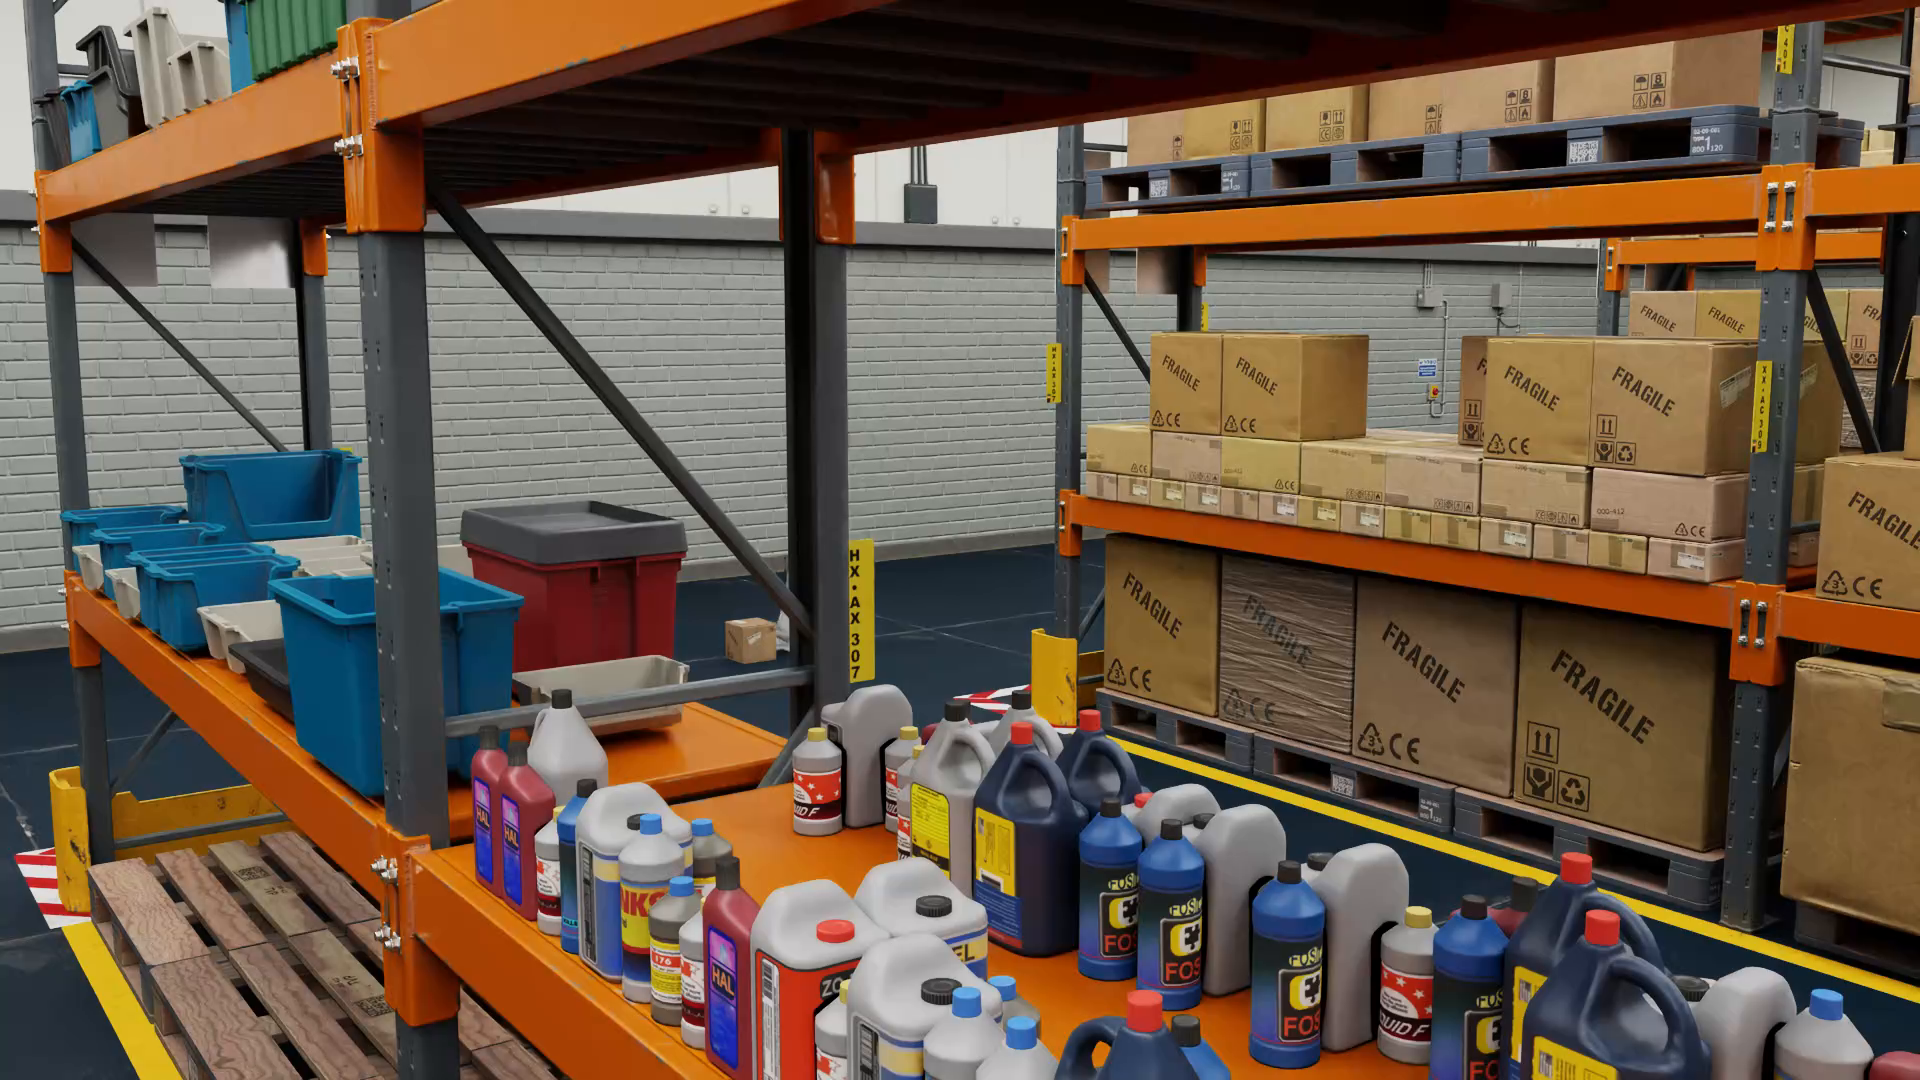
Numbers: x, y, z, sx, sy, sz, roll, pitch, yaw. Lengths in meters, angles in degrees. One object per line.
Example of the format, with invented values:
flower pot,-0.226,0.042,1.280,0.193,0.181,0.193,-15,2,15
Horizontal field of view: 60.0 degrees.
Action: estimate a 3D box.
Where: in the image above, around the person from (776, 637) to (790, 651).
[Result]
person,-1.064,-0.079,11.274,0.700,1.665,0.460,-3,8,-20
